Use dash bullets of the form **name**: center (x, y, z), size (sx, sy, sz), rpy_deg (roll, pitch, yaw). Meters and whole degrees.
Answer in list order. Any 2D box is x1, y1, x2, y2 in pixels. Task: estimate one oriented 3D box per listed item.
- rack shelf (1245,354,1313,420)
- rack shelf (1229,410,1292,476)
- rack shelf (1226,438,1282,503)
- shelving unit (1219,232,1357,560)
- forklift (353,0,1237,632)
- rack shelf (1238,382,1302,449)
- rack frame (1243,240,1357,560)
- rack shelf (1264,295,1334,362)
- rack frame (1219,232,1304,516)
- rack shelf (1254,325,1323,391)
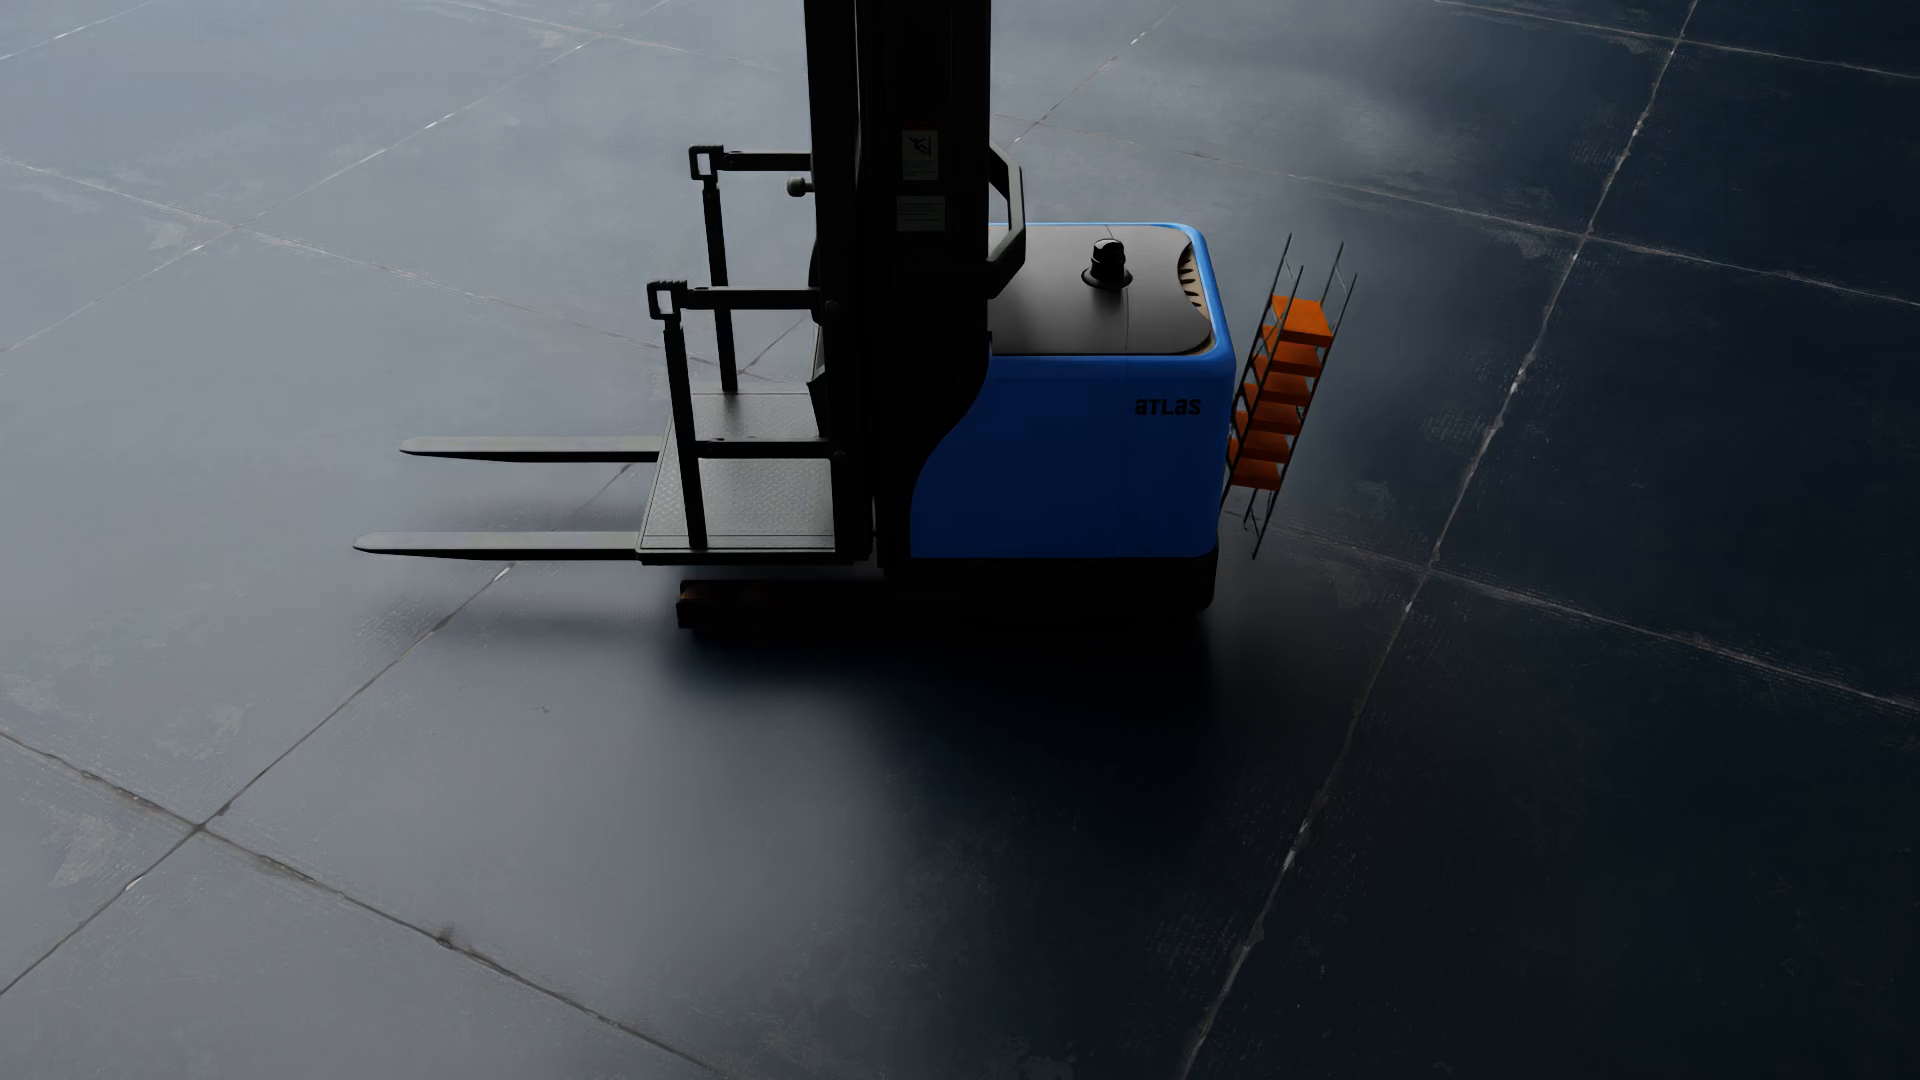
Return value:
- **rack shelf**: center (1.114, -0.542, 5.836), size (0.180, 0.103, 0.258), rpy_deg (8, 37, -7)
- **rack shelf**: center (1.071, -0.353, 5.978), size (0.180, 0.103, 0.258), rpy_deg (8, 37, -7)
- **rack shelf**: center (1.050, -0.259, 6.049), size (0.180, 0.103, 0.258), rpy_deg (8, 37, -7)
- **shelving unit**: center (1.100, -0.483, 5.881), size (0.189, 1.200, 0.258), rpy_deg (8, 37, -7)
- **forklift**: center (-0.622, -1.167, 5.363), size (3.031, 2.935, 1.130), rpy_deg (0, 37, 0)
- **rack shelf**: center (1.093, -0.448, 5.907), size (0.180, 0.103, 0.258), rpy_deg (8, 37, -7)
- **rack frame**: center (1.190, -0.471, 5.892), size (0.006, 1.200, 0.240), rpy_deg (8, 37, -7)
- **rack shelf**: center (1.156, -0.731, 5.694), size (0.180, 0.103, 0.258), rpy_deg (8, 37, -7)
- **rack frame**: center (1.010, -0.494, 5.870), size (0.006, 1.200, 0.240), rpy_deg (8, 37, -7)
- **rack shelf**: center (1.135, -0.636, 5.765), size (0.180, 0.103, 0.258), rpy_deg (8, 37, -7)
